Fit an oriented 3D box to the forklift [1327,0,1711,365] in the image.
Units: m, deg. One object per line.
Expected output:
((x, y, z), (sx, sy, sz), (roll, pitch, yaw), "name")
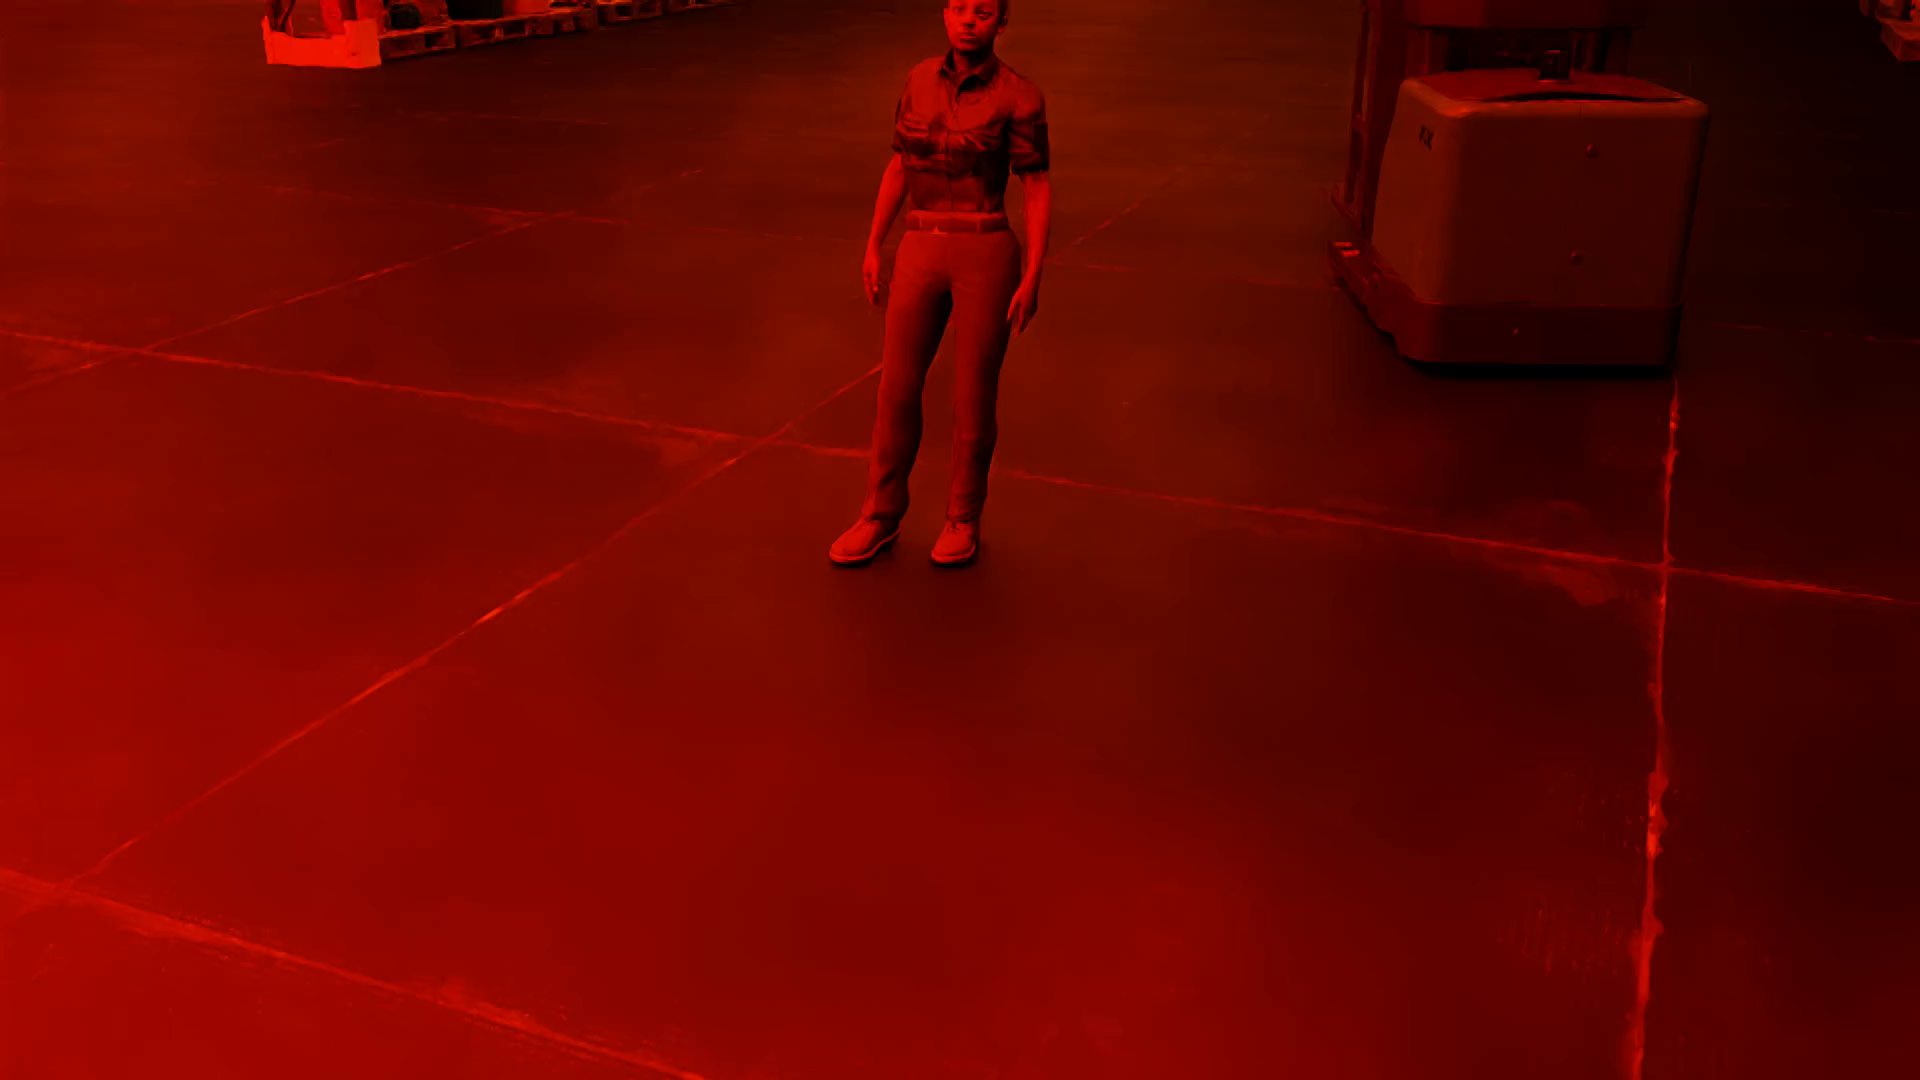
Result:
((2.379, -2.563, 7.425), (1.130, 2.935, 3.031), (1, 23, 2), "forklift")

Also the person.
((-0.052, -0.741, 4.703), (0.570, 1.654, 0.503), (9, 24, 21), "person")
